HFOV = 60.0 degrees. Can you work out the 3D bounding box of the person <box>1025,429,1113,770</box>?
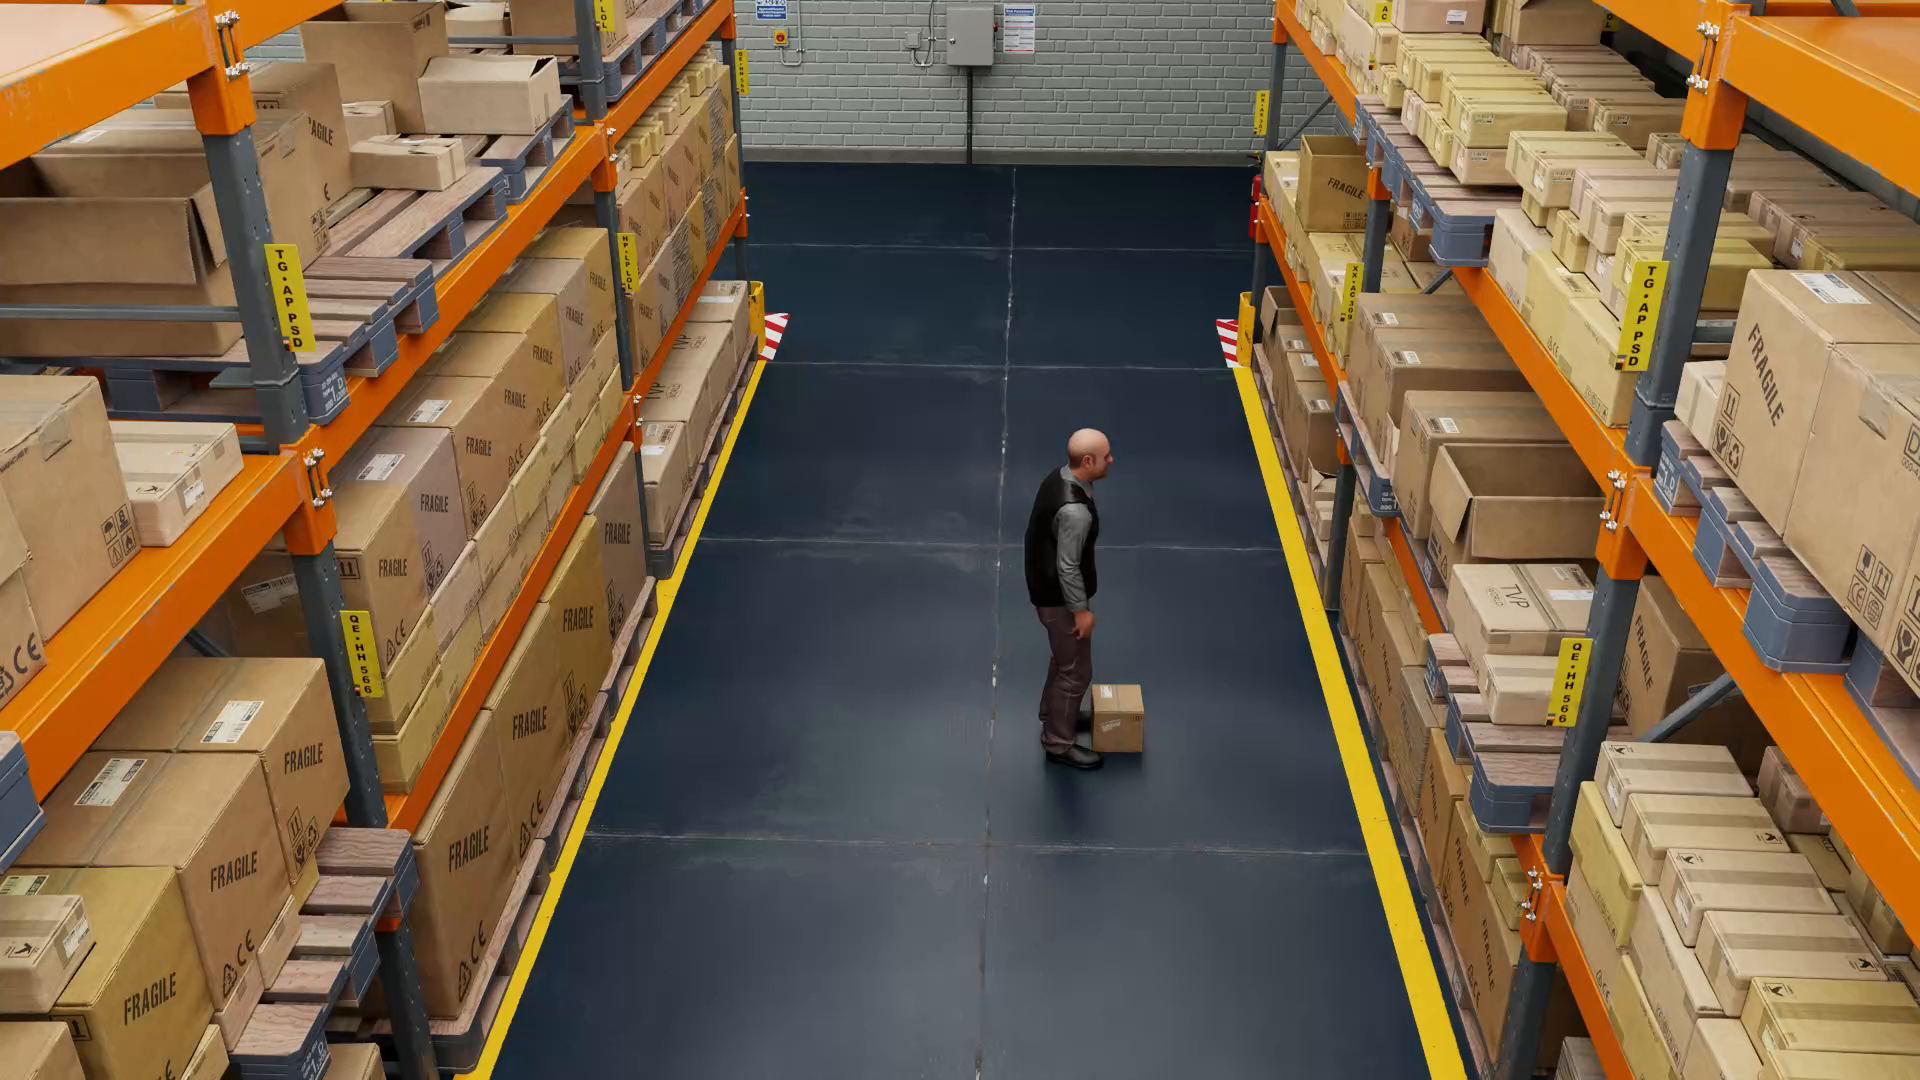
[{"bbox_3d":[0.521,0.257,8.159,0.413,1.721,0.589,0,28,0],"label":"person"}]
